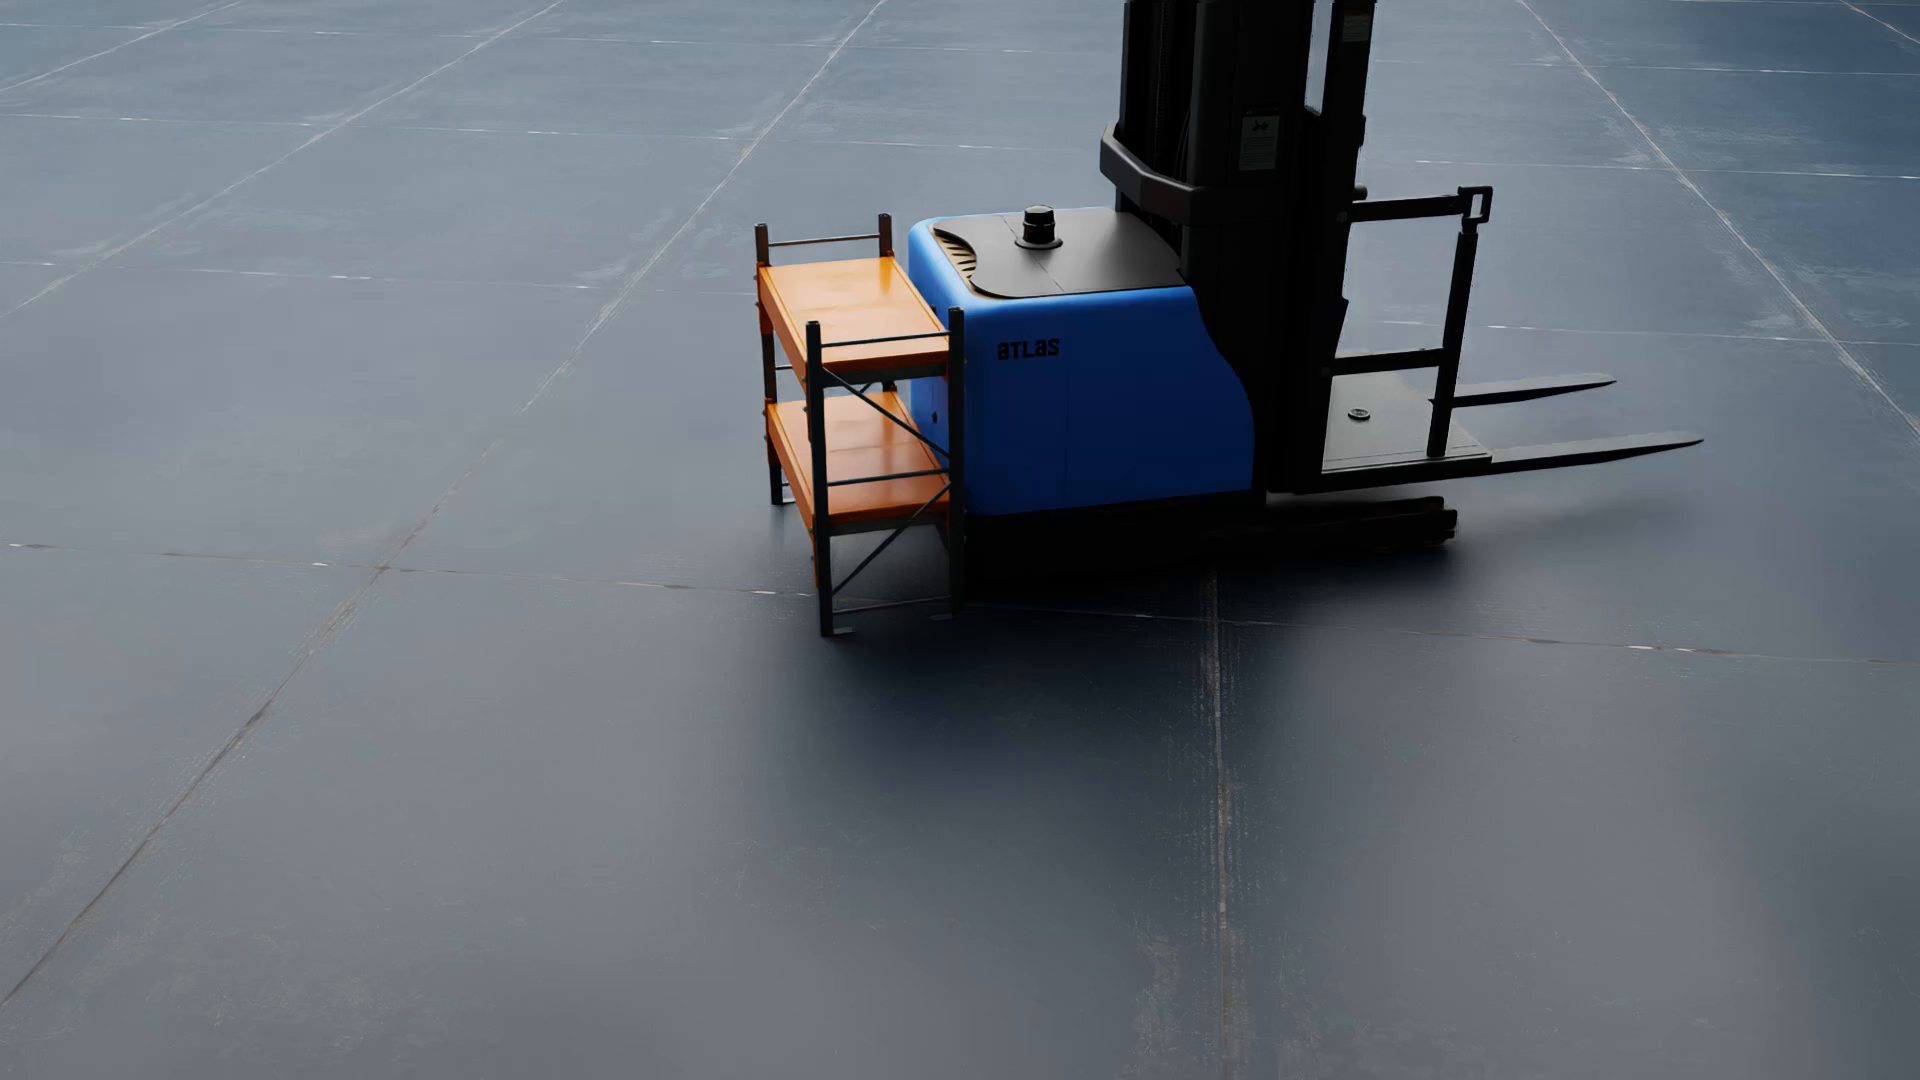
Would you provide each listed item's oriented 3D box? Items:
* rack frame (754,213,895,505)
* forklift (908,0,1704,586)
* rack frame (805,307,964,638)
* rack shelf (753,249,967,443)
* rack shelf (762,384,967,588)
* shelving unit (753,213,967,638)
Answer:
[{"bbox_3d":[-0.496,-0.668,6.304,0.500,1.125,0.032,-7,29,-13],"label":"rack frame"},{"bbox_3d":[1.365,-1.482,5.910,3.031,2.935,1.130,-6,29,-11],"label":"forklift"},{"bbox_3d":[-0.233,-0.203,5.440,0.500,1.125,0.032,-7,29,-13],"label":"rack frame"},{"bbox_3d":[-0.364,-0.693,5.733,0.538,0.278,1.000,-7,29,-13],"label":"rack shelf"},{"bbox_3d":[-0.364,-0.220,5.988,0.538,0.278,1.000,-7,29,-13],"label":"rack shelf"},{"bbox_3d":[-0.364,-0.435,5.872,0.538,1.125,1.048,-7,29,-13],"label":"shelving unit"}]
